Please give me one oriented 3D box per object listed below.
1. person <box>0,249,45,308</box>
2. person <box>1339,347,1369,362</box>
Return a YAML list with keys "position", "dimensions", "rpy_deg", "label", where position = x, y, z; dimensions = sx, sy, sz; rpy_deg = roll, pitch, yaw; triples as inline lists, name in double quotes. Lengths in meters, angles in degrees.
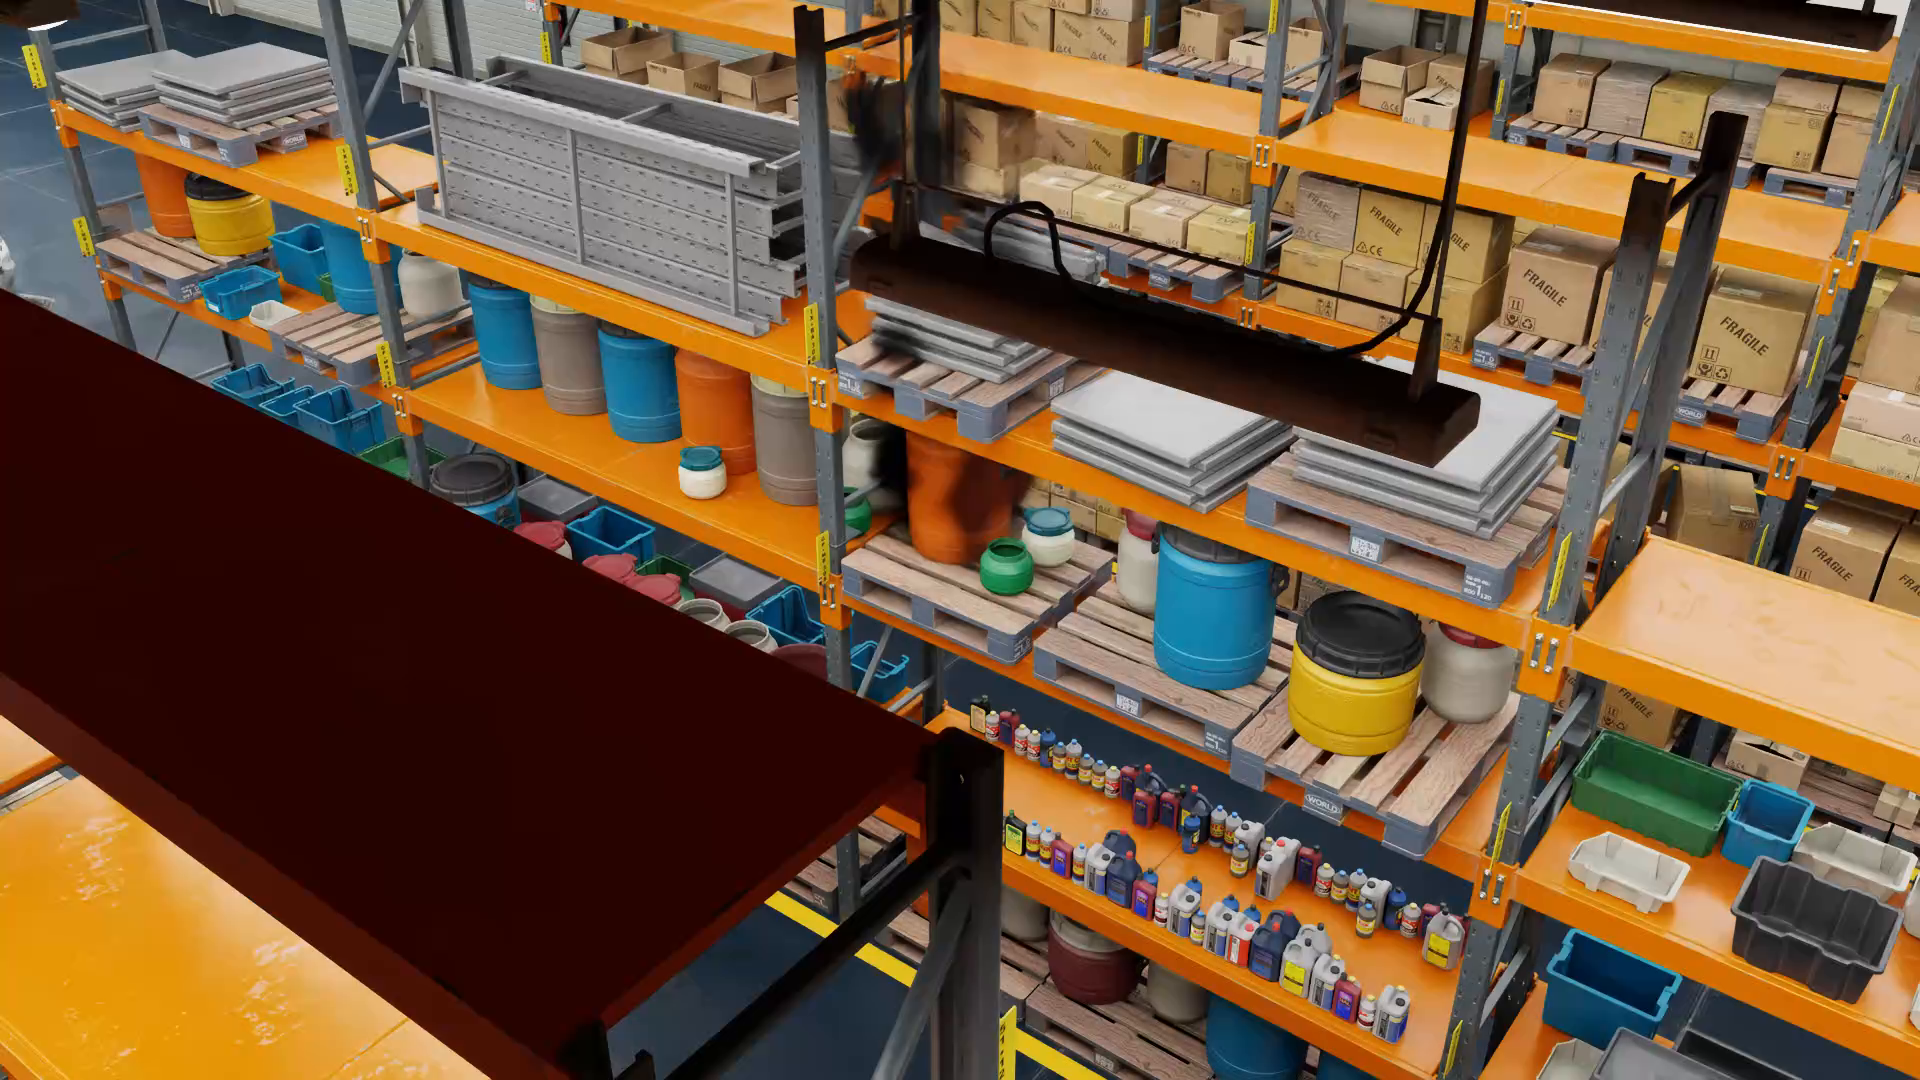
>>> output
- position: [-10.729, -3.000, 18.616]
  dimensions: [0.671, 1.684, 0.621]
  rpy_deg: [-17, 35, -25]
  label: "person"
- position: [3.512, -1.196, 15.560]
  dimensions: [0.612, 1.734, 0.655]
  rpy_deg: [20, 36, 29]
  label: "person"
